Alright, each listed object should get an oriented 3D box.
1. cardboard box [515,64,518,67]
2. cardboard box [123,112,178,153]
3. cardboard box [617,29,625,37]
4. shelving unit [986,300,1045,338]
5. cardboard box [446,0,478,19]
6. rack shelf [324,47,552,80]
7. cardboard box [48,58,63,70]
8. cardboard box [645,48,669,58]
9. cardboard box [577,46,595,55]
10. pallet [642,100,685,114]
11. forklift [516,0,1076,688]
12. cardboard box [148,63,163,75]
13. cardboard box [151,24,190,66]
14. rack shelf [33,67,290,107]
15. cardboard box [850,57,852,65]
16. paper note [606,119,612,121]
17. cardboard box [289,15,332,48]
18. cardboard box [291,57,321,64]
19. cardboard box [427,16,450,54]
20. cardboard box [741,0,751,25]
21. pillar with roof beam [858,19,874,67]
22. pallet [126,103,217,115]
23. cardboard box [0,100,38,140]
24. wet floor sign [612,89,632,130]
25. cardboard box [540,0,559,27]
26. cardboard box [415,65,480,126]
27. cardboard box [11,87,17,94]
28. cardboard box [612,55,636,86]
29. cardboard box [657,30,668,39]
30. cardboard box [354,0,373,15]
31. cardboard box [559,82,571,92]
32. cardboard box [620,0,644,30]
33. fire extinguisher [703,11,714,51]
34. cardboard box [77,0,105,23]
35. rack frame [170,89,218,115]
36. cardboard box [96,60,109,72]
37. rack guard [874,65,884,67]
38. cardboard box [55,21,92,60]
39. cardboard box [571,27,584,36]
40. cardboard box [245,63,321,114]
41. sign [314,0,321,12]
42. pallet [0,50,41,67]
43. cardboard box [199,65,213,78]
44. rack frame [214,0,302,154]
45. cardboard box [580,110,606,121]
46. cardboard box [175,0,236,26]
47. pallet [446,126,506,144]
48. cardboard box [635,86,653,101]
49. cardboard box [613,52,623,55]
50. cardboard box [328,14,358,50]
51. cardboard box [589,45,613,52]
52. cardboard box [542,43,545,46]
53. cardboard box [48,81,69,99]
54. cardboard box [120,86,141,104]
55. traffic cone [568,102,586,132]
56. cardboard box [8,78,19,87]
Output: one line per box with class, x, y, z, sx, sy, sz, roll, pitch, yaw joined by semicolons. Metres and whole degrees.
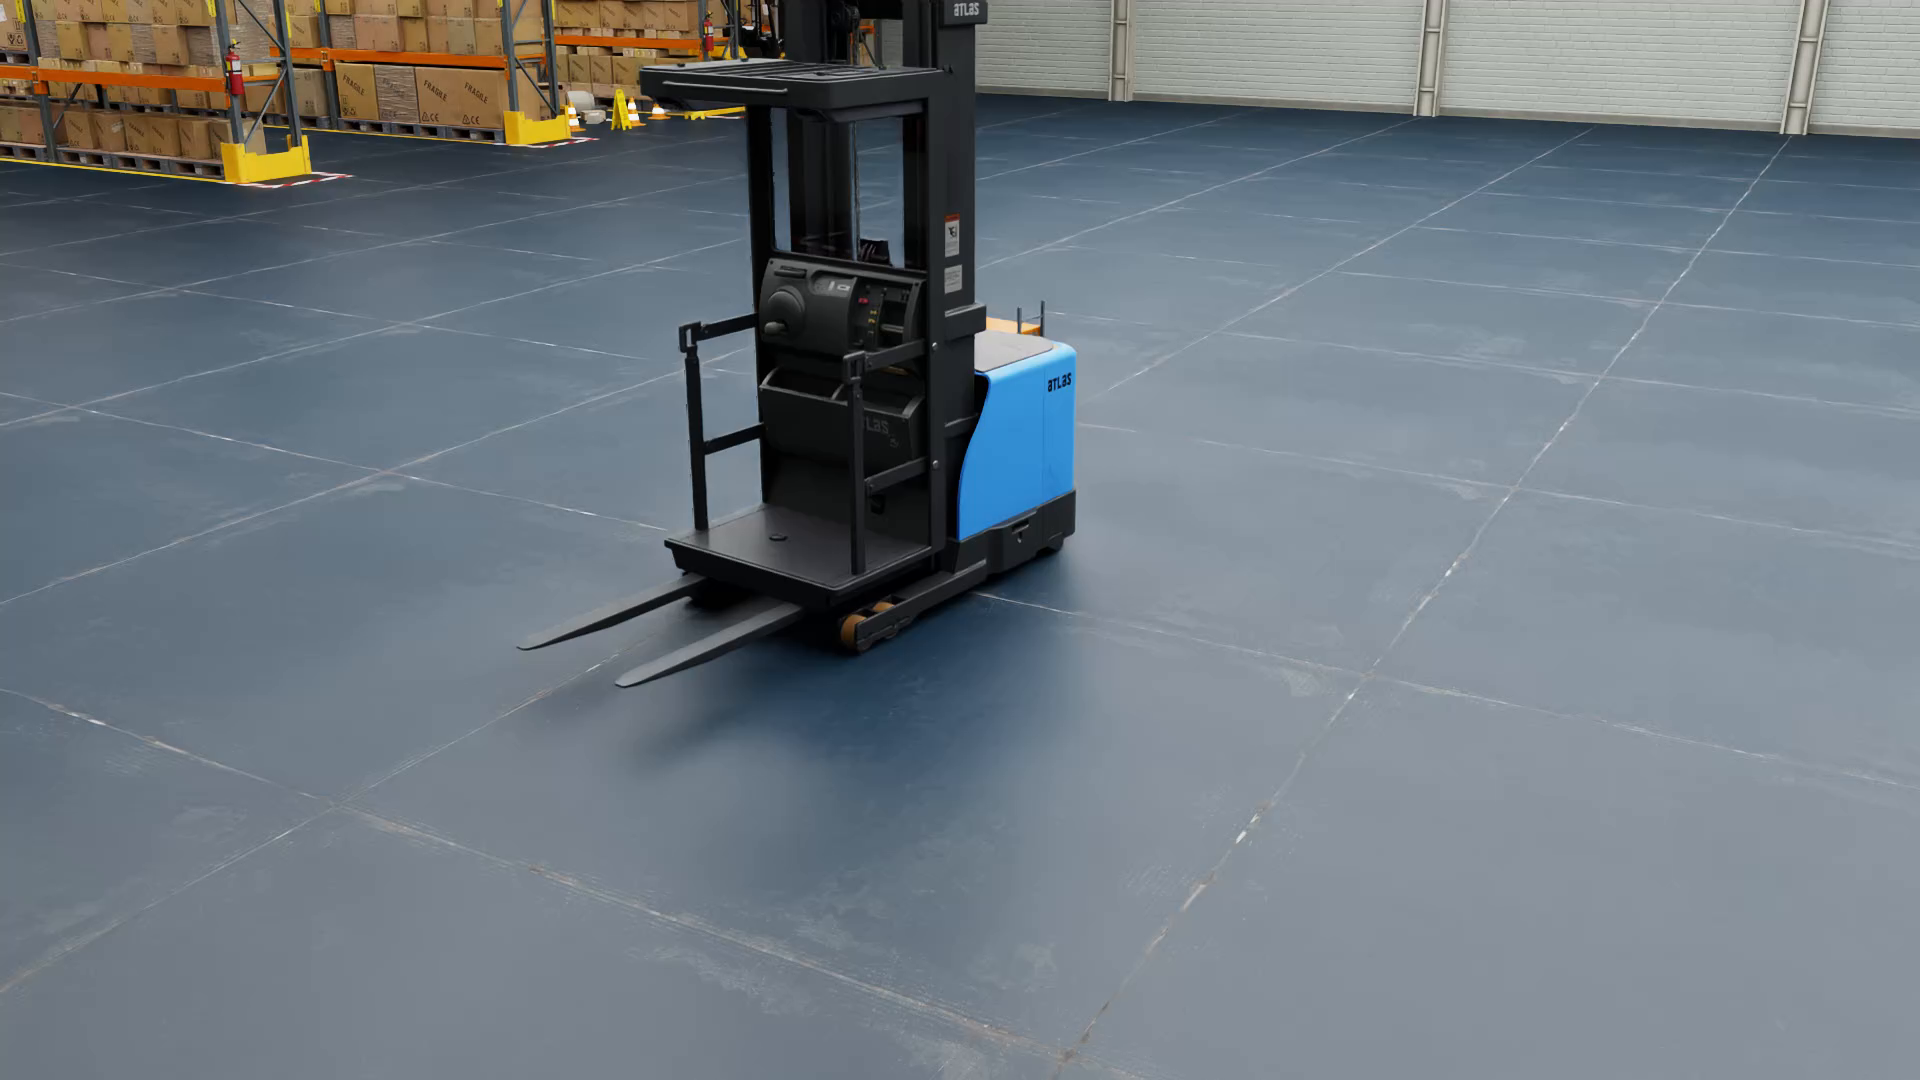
cardboard box;-10.258;-11.203;38.400;0.500;0.500;0.500;12;23;30
cardboard box;-11.239;-5.679;23.172;0.500;0.500;0.500;9;22;23
cardboard box;-6.083;-9.333;30.564;0.250;0.149;0.380;11;23;27
shelving unit;0.182;-0.736;9.135;0.503;1.200;0.258;14;24;34
cardboard box;-7.484;-8.418;25.869;0.550;0.550;0.875;11;23;27
rack shelf;-8.399;-7.697;26.740;4.000;0.370;1.077;11;23;27
cardboard box;-12.400;-6.619;23.082;0.250;0.149;0.380;11;23;27
cardboard box;-5.507;-8.852;30.234;0.250;0.149;0.380;12;23;29
cardboard box;-6.907;-9.118;30.969;0.250;0.149;0.380;12;23;29
pallet;-5.086;-8.040;30.721;1.213;0.211;1.003;11;23;27
forklift;-0.684;-1.064;7.499;1.130;2.935;3.031;15;25;35
cardboard box;-10.609;-6.313;22.240;0.250;0.149;0.380;11;23;27
cardboard box;-10.122;-6.577;22.014;0.500;0.500;0.875;11;23;27
rack shelf;-10.907;-6.237;22.715;4.000;0.370;1.077;11;23;27
cardboard box;-2.487;-9.799;34.163;0.500;0.250;0.500;10;22;27
paper note;-6.124;-7.362;29.115;0.142;0.019;0.148;3;20;9
cardboard box;-10.731;-8.422;27.537;0.500;0.500;0.500;11;22;27
cardboard box;-13.431;-10.160;34.975;0.875;0.875;0.875;12;23;29
cardboard box;-7.918;-8.037;26.402;0.550;0.550;0.875;11;23;27
cardboard box;-4.237;-11.066;34.827;0.500;0.500;0.500;11;22;27
pillar with roof beam;-4.178;-12.594;30.387;0.400;9.000;9.100;11;23;27
pallet;-14.319;-7.852;30.203;1.213;0.211;1.003;11;23;27
cardboard box;-14.074;-6.226;24.650;0.500;0.500;0.700;9;22;23
wet floor sign;-5.662;-7.180;27.713;0.232;0.644;0.267;7;21;18
cardboard box;-7.571;-9.889;31.145;0.500;0.500;0.500;11;23;27
cardboard box;-8.047;-7.140;26.649;0.875;0.875;0.875;10;22;26
cardboard box;-17.824;-8.587;31.704;0.250;0.149;0.380;12;23;29
cardboard box;-6.049;-8.678;30.705;0.500;0.500;0.500;10;22;26
cardboard box;-5.247;-9.131;30.008;0.250;0.149;0.380;10;22;26
cardboard box;-9.303;-8.817;26.970;0.550;0.550;0.875;11;23;27
cardboard box;-7.436;-8.584;31.548;0.500;0.250;0.500;10;22;25
cardboard box;-5.806;-9.557;30.229;0.500;0.500;0.500;11;23;27
fire extinguisher;-4.452;-9.000;29.391;0.183;0.674;0.296;11;23;27
cardboard box;-11.510;-7.248;22.399;0.500;0.500;0.500;11;23;27
rack frame;-13.638;-9.033;29.368;0.127;3.000;1.000;11;23;27
cardboard box;-11.508;-6.464;22.654;0.250;0.149;0.380;11;23;27
rack guard;-1.889;-9.492;34.300;0.348;0.500;1.175;11;23;27
cardboard box;-11.871;-6.908;22.927;0.500;0.500;0.875;11;23;27
cardboard box;-7.010;-9.479;30.966;0.250;0.149;0.380;12;23;29
cardboard box;-11.572;-7.745;28.502;0.750;0.750;1.050;11;23;27
sign;-10.402;-8.712;26.900;0.005;0.325;0.100;11;23;27
pallet;-13.249;-6.988;24.012;1.213;0.211;1.003;11;23;27
cardboard box;-9.728;-6.152;21.795;0.250;0.149;0.380;11;23;27
rack frame;-9.160;-6.243;21.676;0.127;3.000;1.000;11;23;27
cardboard box;-6.456;-7.469;29.238;0.380;0.149;0.250;-11;23;-29
cardboard box;-9.761;-6.917;21.487;0.500;0.500;0.500;11;23;27
pallet;-7.390;-6.501;26.478;1.213;0.211;1.003;11;23;27
cardboard box;-5.613;-8.241;30.600;0.500;0.250;0.500;11;23;27
cardboard box;-6.281;-8.928;31.396;0.500;0.500;0.500;12;23;30
cardboard box;-9.818;-8.380;27.349;0.550;0.550;0.875;11;23;27
cardboard box;-7.782;-10.869;37.295;0.625;0.625;0.875;12;23;29
cardboard box;-9.449;-11.336;37.815;0.250;0.149;0.380;10;22;25
cardboard box;-16.614;-8.519;31.000;0.500;0.500;0.500;12;23;29
cardboard box;-14.791;-8.174;30.051;0.500;0.500;0.500;12;23;29
traffic cone;-6.424;-7.021;27.542;0.334;0.463;0.336;11;23;27
cardboard box;-17.802;-8.694;31.563;0.250;0.149;0.380;10;22;25
